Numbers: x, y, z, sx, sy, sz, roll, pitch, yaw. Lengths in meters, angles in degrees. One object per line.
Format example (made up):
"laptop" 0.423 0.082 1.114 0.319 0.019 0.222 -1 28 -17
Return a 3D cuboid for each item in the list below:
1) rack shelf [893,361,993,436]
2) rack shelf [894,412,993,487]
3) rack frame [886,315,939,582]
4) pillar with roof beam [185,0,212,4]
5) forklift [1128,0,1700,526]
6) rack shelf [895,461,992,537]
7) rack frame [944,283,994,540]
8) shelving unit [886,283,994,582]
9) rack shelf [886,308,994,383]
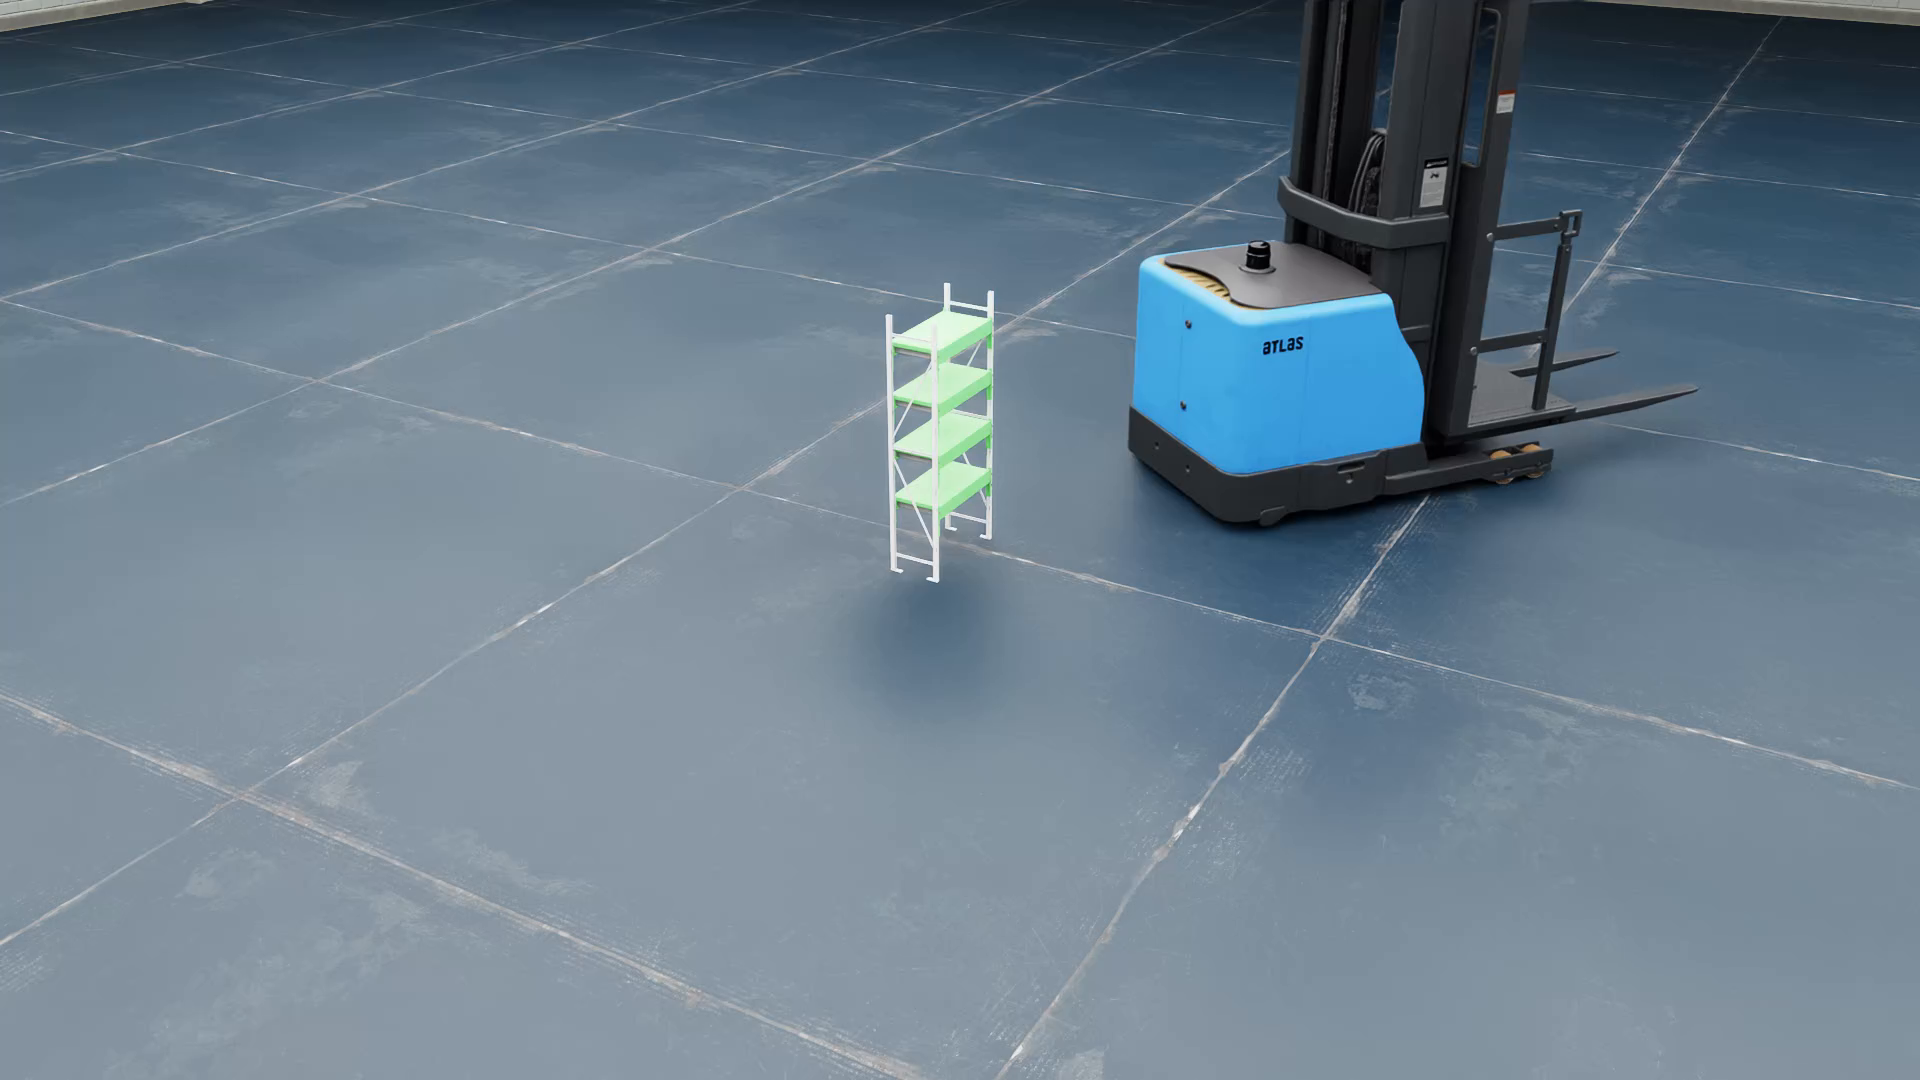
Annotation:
"rack shelf" -0.081 -0.629 7.274 0.258 0.148 0.480 14 30 26
"rack shelf" -0.081 -0.415 7.381 0.258 0.148 0.480 14 30 26
"rack frame" -0.201 -0.377 7.163 0.240 1.200 0.015 14 30 26
"pillar with roof beam" -6.251 -10.211 18.095 9.100 9.000 0.400 14 30 26
"forklift" 2.427 -1.793 8.058 3.031 2.935 1.130 -11 29 -20
"rack shelf" -0.081 -0.200 7.489 0.258 0.148 0.480 14 30 26
"rack frame" 0.039 -0.567 7.543 0.240 1.200 0.015 14 30 26
"shelving unit" -0.081 -0.472 7.353 0.258 1.200 0.503 14 30 26
"rack shelf" -0.081 -0.844 7.166 0.258 0.148 0.480 14 30 26
